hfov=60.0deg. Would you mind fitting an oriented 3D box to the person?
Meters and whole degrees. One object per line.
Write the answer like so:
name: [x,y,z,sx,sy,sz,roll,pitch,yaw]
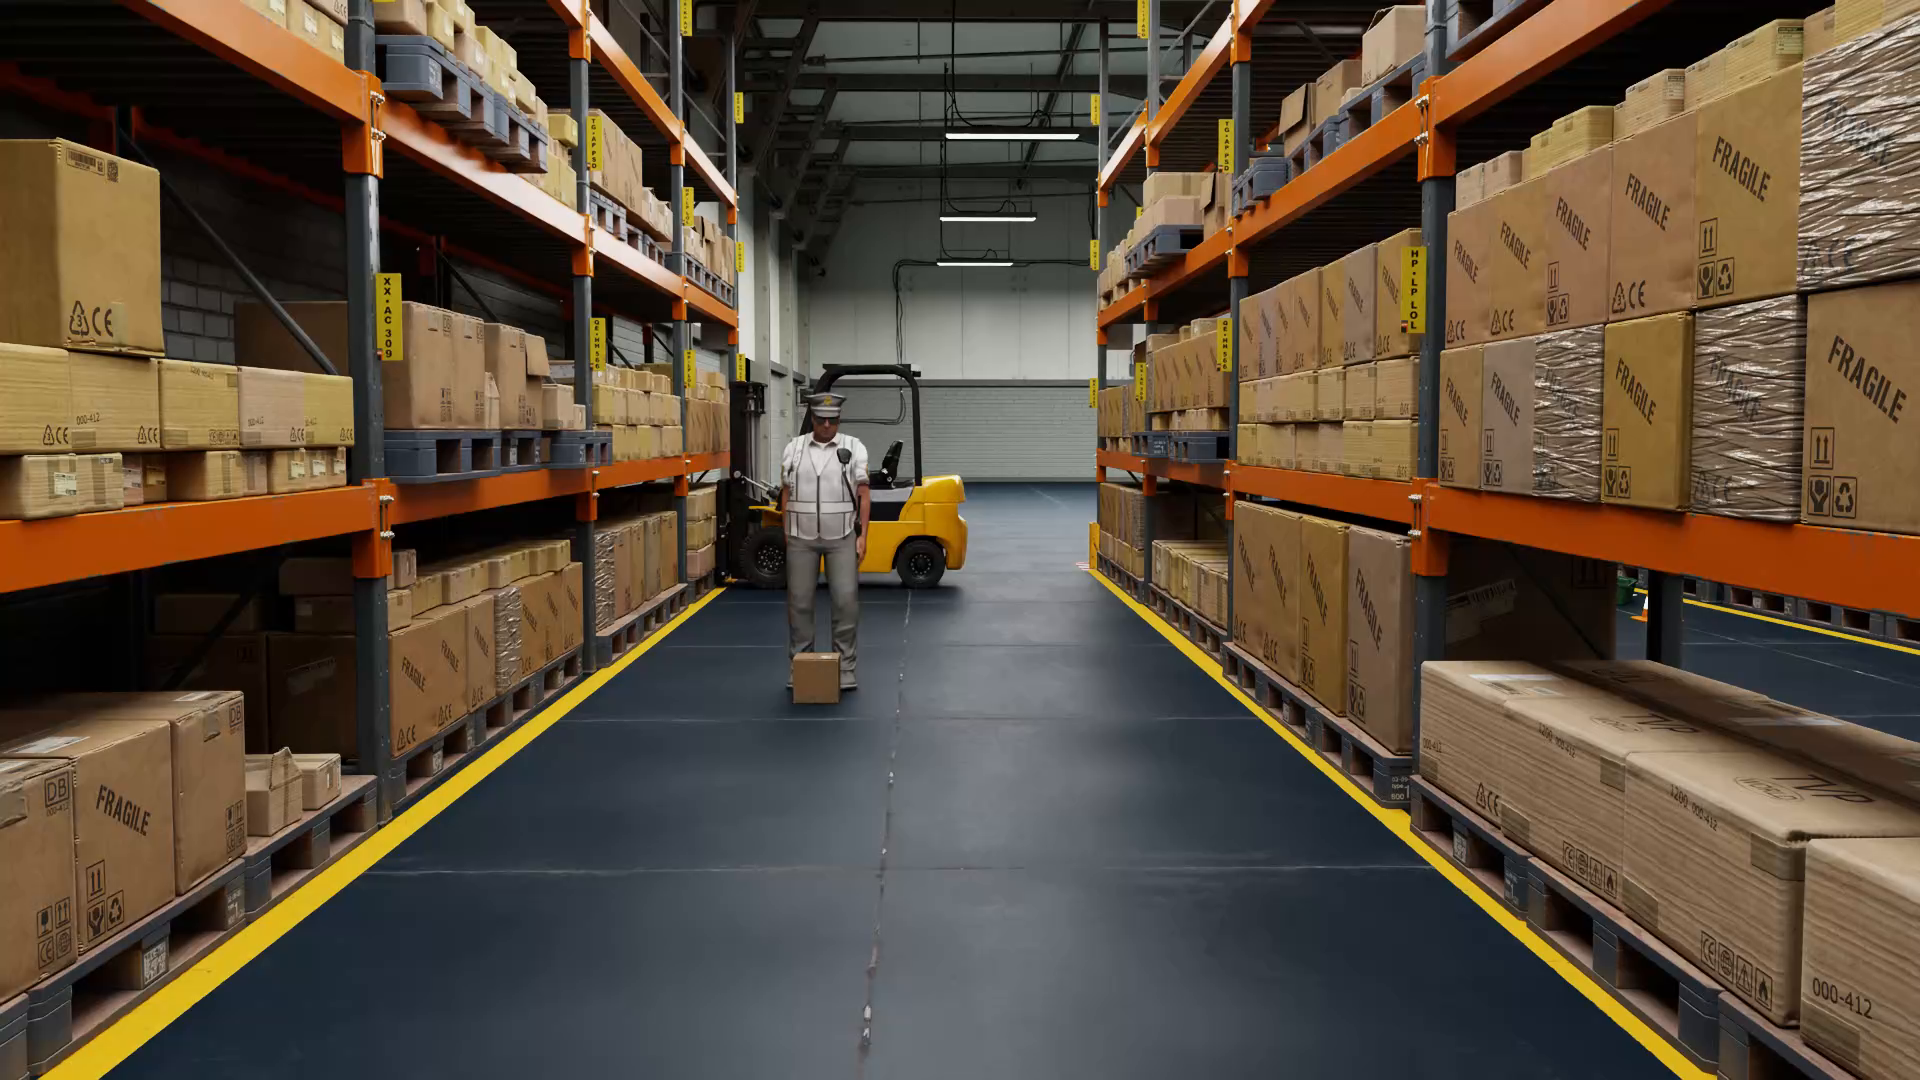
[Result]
person: [-0.789,0.003,9.782,0.530,1.738,0.391,0,4,0]
